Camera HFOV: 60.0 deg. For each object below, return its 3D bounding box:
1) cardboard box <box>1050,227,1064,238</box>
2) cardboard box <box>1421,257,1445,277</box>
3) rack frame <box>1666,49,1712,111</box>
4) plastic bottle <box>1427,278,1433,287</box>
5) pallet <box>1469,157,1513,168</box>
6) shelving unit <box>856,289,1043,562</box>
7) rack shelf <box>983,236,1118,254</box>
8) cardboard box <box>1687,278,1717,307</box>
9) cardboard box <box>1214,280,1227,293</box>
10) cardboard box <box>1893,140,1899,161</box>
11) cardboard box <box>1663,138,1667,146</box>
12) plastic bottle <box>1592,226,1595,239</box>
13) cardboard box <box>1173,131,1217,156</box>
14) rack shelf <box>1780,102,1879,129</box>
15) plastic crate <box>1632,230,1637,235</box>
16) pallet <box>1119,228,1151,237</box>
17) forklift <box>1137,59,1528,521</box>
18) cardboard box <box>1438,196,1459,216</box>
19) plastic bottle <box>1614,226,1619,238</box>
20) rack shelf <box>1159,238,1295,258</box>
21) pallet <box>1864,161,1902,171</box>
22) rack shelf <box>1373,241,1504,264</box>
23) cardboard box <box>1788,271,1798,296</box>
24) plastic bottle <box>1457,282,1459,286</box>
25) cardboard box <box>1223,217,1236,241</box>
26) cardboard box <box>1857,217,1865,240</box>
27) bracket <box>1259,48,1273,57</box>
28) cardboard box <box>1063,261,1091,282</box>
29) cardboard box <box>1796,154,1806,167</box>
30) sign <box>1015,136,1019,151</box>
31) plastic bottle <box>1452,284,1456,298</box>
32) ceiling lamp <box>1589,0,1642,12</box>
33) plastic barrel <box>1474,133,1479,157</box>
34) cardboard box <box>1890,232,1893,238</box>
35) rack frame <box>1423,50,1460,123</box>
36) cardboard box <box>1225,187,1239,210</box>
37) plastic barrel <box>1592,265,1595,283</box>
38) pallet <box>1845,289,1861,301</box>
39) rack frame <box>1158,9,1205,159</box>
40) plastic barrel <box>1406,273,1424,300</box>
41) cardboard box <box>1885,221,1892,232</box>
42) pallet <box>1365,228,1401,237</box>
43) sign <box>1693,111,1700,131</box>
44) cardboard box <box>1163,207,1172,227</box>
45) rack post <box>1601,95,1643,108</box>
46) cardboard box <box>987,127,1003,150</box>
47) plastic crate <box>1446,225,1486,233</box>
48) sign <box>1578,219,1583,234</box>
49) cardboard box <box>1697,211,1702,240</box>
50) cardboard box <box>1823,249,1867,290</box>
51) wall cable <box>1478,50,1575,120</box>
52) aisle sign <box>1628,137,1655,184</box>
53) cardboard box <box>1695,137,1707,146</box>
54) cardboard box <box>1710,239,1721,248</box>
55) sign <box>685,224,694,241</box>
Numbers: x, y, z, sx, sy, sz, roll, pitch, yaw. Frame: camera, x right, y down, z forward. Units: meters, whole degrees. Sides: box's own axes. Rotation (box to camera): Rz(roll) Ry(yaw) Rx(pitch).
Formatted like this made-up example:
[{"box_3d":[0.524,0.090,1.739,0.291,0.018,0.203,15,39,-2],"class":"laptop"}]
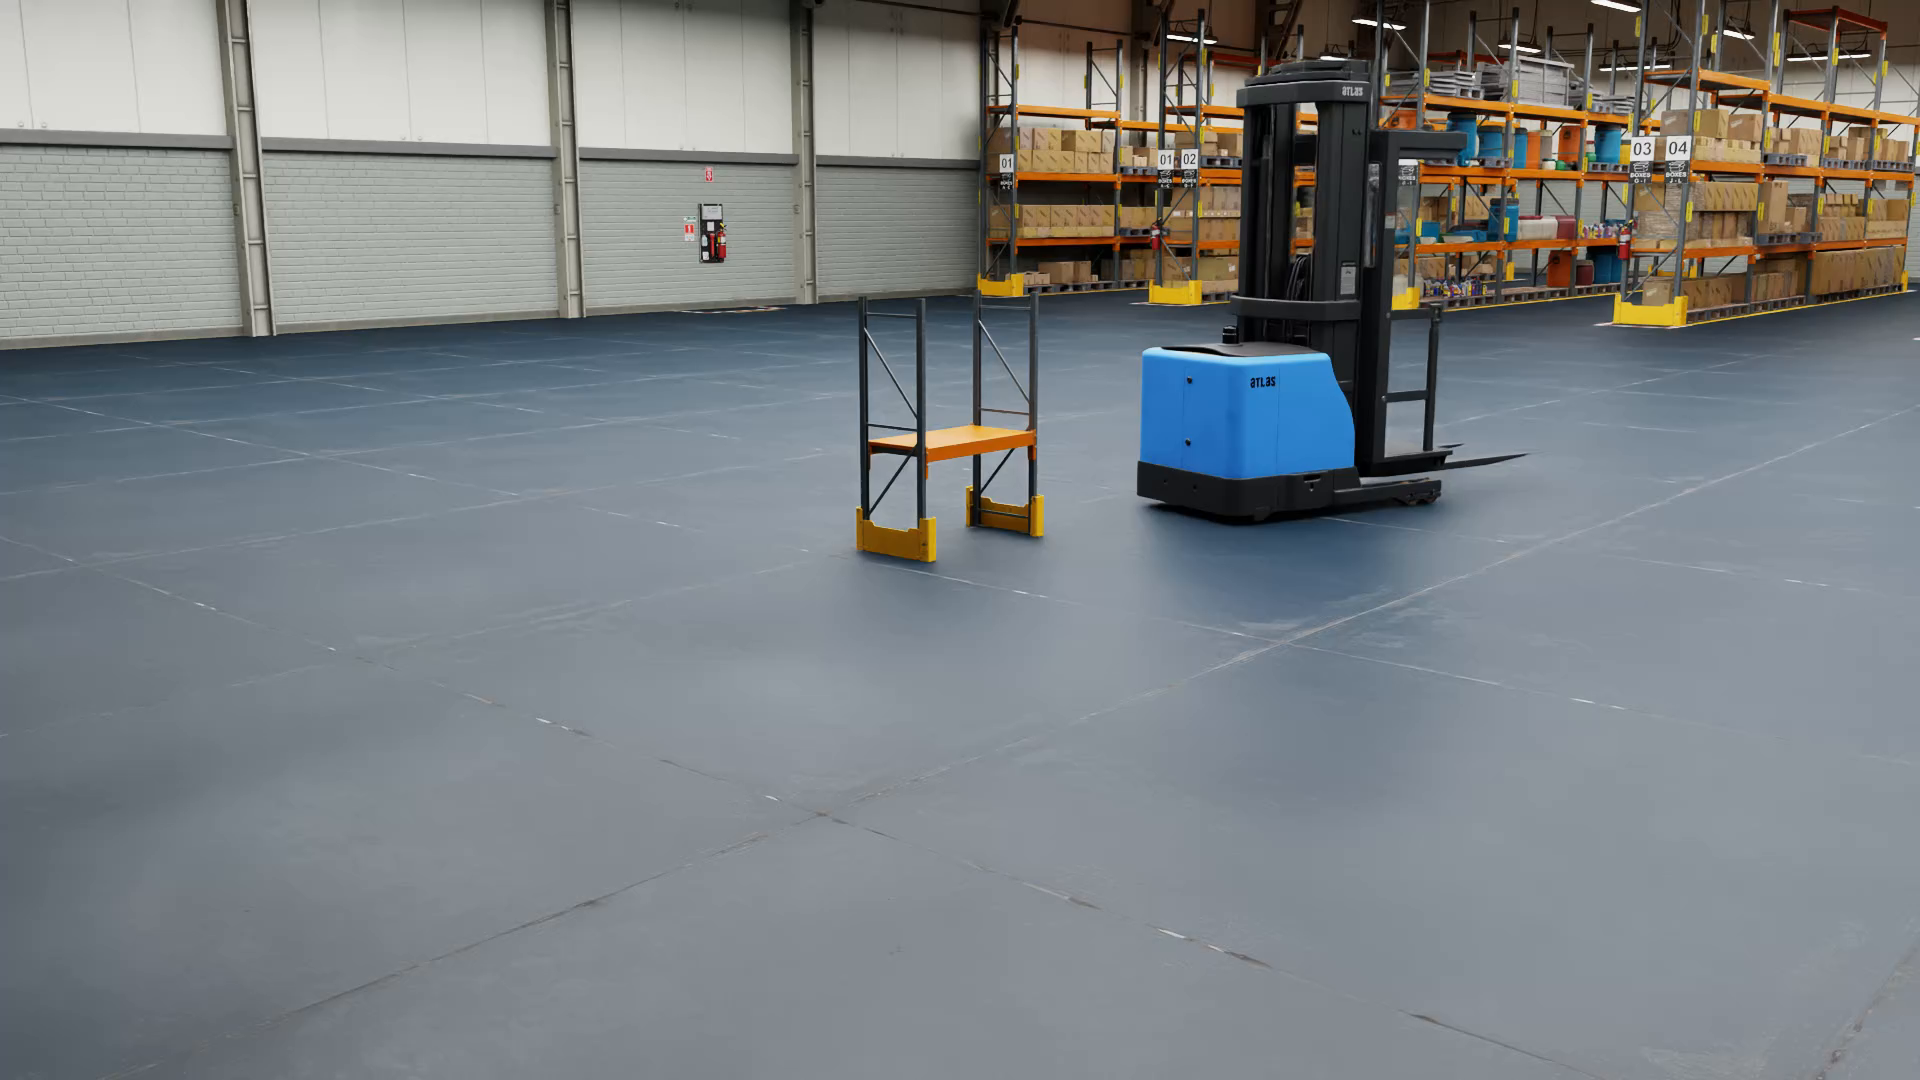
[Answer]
[{"box_3d":[2.118,-7.293,39.396,0.500,0.250,0.500,9,15,39],"class":"cardboard box"},{"box_3d":[12.419,-7.179,43.755,0.500,0.500,0.500,10,15,40],"class":"cardboard box"},{"box_3d":[18.889,-11.188,43.252,1.000,3.000,0.127,10,15,40],"class":"rack frame"},{"box_3d":[9.717,-5.242,34.438,0.144,0.351,0.185,10,15,40],"class":"plastic bottle"},{"box_3d":[10.564,-7.740,34.130,1.213,0.211,1.003,10,15,40],"class":"pallet"},{"box_3d":[-0.050,-0.724,10.008,0.587,1.500,1.083,10,15,40],"class":"shelving unit"},{"box_3d":[2.205,-7.115,40.010,1.077,0.370,4.000,10,15,40],"class":"rack shelf"},{"box_3d":[13.670,-4.580,30.794,0.500,0.500,0.500,8,14,35],"class":"cardboard box"},{"box_3d":[5.457,-5.515,36.113,0.500,0.250,0.500,10,15,40],"class":"cardboard box"},{"box_3d":[21.844,-9.230,39.525,0.700,0.500,0.500,9,14,38],"class":"cardboard box"},{"box_3d":[12.256,-6.949,29.052,0.380,0.149,0.250,9,14,39],"class":"cardboard box"},{"box_3d":[14.717,-7.150,38.647,0.061,0.283,0.133,10,15,40],"class":"plastic bottle"},{"box_3d":[4.991,-8.413,35.325,0.637,0.503,0.797,-11,16,-44],"class":"cardboard box"},{"box_3d":[18.648,-9.116,35.736,1.077,0.370,4.000,10,15,40],"class":"rack shelf"},{"box_3d":[16.663,-7.608,41.163,0.396,0.136,0.243,10,15,40],"class":"plastic crate"},{"box_3d":[4.139,-7.761,41.901,1.003,0.211,1.213,10,15,40],"class":"pallet"},{"box_3d":[2.733,-1.753,11.504,3.031,2.935,1.130,-7,13,-31],"class":"forklift"},{"box_3d":[13.052,-8.871,44.159,0.500,0.500,0.500,10,15,42],"class":"cardboard box"},{"box_3d":[15.657,-7.369,39.765,0.152,0.276,0.135,10,15,40],"class":"plastic bottle"},{"box_3d":[5.929,-6.475,36.806,1.077,0.370,4.000,10,15,40],"class":"rack shelf"},{"box_3d":[21.322,-8.743,38.892,1.003,0.211,1.213,10,15,40],"class":"pallet"},{"box_3d":[9.647,-5.834,33.597,1.077,0.370,4.000,10,15,40],"class":"rack shelf"},{"box_3d":[16.901,-5.318,34.436,0.700,0.500,0.500,9,14,37],"class":"cardboard box"},{"box_3d":[10.228,-5.147,34.134,0.061,0.283,0.133,10,15,40],"class":"plastic bottle"},{"box_3d":[5.601,-6.799,36.341,0.700,0.500,0.500,10,15,41],"class":"cardboard box"},{"box_3d":[19.865,-6.962,37.156,0.500,0.500,0.500,10,15,41],"class":"cardboard box"},{"box_3d":[8.611,-13.754,46.906,0.235,0.232,0.430,10,15,40],"class":"bracket"},{"box_3d":[2.870,-6.594,40.824,0.500,0.500,0.500,8,14,36],"class":"cardboard box"},{"box_3d":[16.548,-7.576,33.210,0.500,0.250,0.500,10,15,42],"class":"cardboard box"},{"box_3d":[1.293,-9.003,37.736,0.100,0.325,0.005,10,15,40],"class":"sign"},{"box_3d":[9.984,-5.047,33.664,0.097,0.271,0.097,0,11,0],"class":"plastic bottle"},{"box_3d":[12.981,-11.903,31.930,0.800,3.185,2.000,10,15,40],"class":"ceiling lamp"},{"box_3d":[10.535,-8.174,34.464,0.421,0.512,0.421,0,11,0],"class":"plastic barrel"},{"box_3d":[21.777,-7.199,39.238,0.380,0.149,0.250,10,15,41],"class":"cardboard box"},{"box_3d":[12.530,-11.241,43.515,1.000,3.000,0.127,10,15,40],"class":"rack frame"},{"box_3d":[5.636,-7.446,36.263,0.700,0.500,0.500,10,15,41],"class":"cardboard box"},{"box_3d":[14.969,-6.390,39.826,0.421,0.512,0.421,0,11,0],"class":"plastic barrel"},{"box_3d":[19.516,-5.527,37.343,1.003,0.211,1.213,10,15,40],"class":"pallet"},{"box_3d":[4.608,-9.475,34.675,1.000,3.000,0.127,10,15,40],"class":"rack frame"},{"box_3d":[9.035,-5.059,33.160,0.421,0.512,0.421,0,11,0],"class":"plastic barrel"},{"box_3d":[21.477,-7.346,38.955,0.500,0.250,0.500,10,15,40],"class":"cardboard box"},{"box_3d":[10.284,-7.725,41.719,1.213,0.211,1.003,10,15,40],"class":"pallet"},{"box_3d":[12.455,-7.081,28.117,0.100,0.325,0.005,10,15,40],"class":"sign"},{"box_3d":[5.057,-8.358,43.022,0.700,0.500,0.500,10,15,40],"class":"cardboard box"},{"box_3d":[15.668,-10.443,39.713,0.937,0.300,0.954,9,15,39],"class":"rack post"},{"box_3d":[0.973,-9.290,38.550,0.500,0.500,0.500,11,15,43],"class":"cardboard box"},{"box_3d":[10.526,-6.390,34.703,0.767,0.338,0.504,10,15,40],"class":"plastic crate"},{"box_3d":[14.026,-7.079,37.580,0.100,0.325,0.005,10,15,40],"class":"sign"},{"box_3d":[12.671,-5.613,29.642,0.875,0.500,0.500,10,15,40],"class":"cardboard box"},{"box_3d":[19.561,-6.085,37.369,1.225,0.875,0.875,10,15,41],"class":"cardboard box"},{"box_3d":[17.481,-13.859,51.658,3.097,2.526,0.112,10,15,40],"class":"wall cable"},{"box_3d":[11.781,-6.556,28.741,0.394,0.787,0.004,10,15,40],"class":"aisle sign"},{"box_3d":[12.647,-6.881,28.711,0.380,0.149,0.250,10,15,42],"class":"cardboard box"},{"box_3d":[13.478,-5.348,29.970,0.380,0.149,0.250,10,15,40],"class":"cardboard box"},{"box_3d":[-5.366,-6.096,32.983,0.001,0.329,0.234,10,15,40],"class":"sign"}]
